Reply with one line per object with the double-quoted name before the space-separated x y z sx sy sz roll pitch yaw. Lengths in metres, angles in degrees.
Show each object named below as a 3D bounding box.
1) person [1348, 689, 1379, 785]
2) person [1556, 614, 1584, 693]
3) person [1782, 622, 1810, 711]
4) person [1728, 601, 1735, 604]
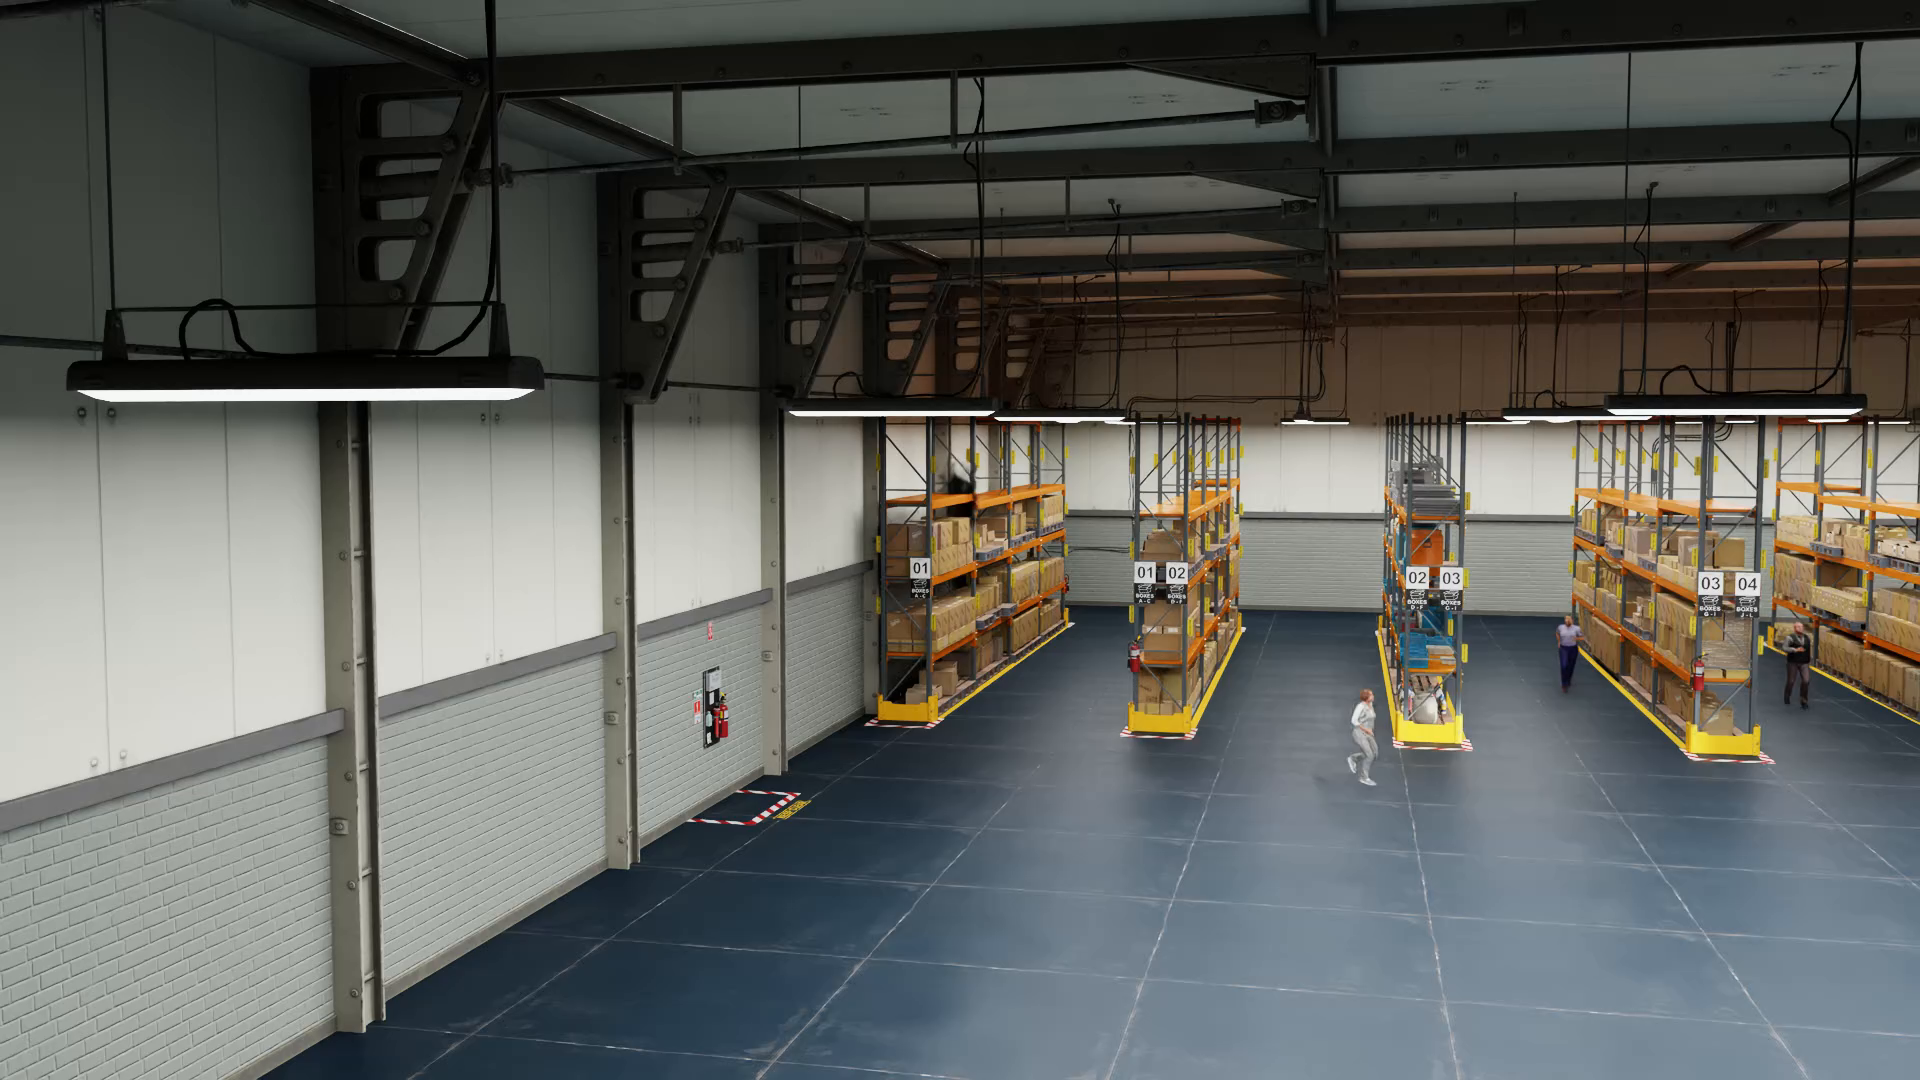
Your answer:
"person" 6.449 3.149 26.708 0.535 1.559 0.554 4 5 43
"person" 13.296 2.459 36.260 0.581 1.702 0.814 1 4 17
"person" 17.091 2.565 33.958 0.645 1.795 0.808 0 4 7
"person" 20.533 1.894 44.214 0.846 1.764 0.744 -2 4 -29
